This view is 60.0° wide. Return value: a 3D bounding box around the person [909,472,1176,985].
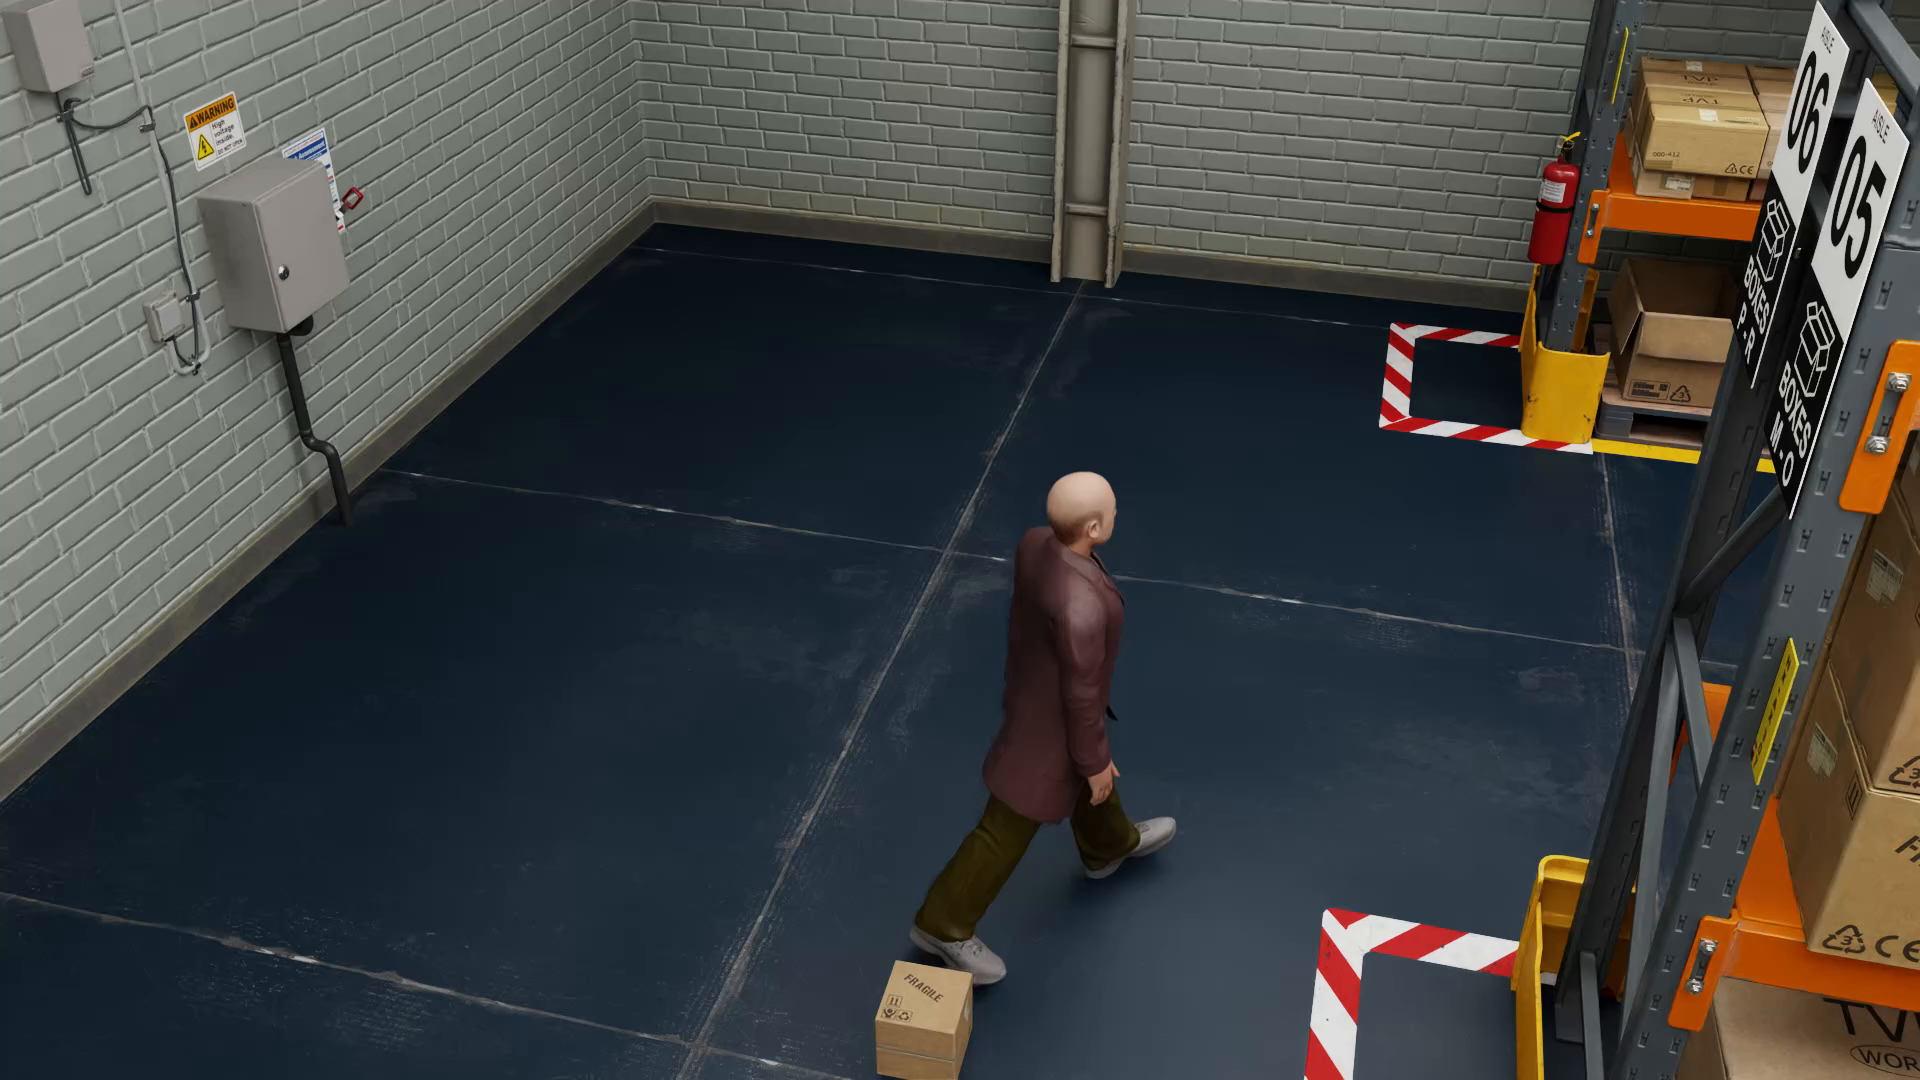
[{"bbox_3d":[0.315,0.626,5.301,1.006,1.611,0.652,-4,33,-7],"label":"person"}]
